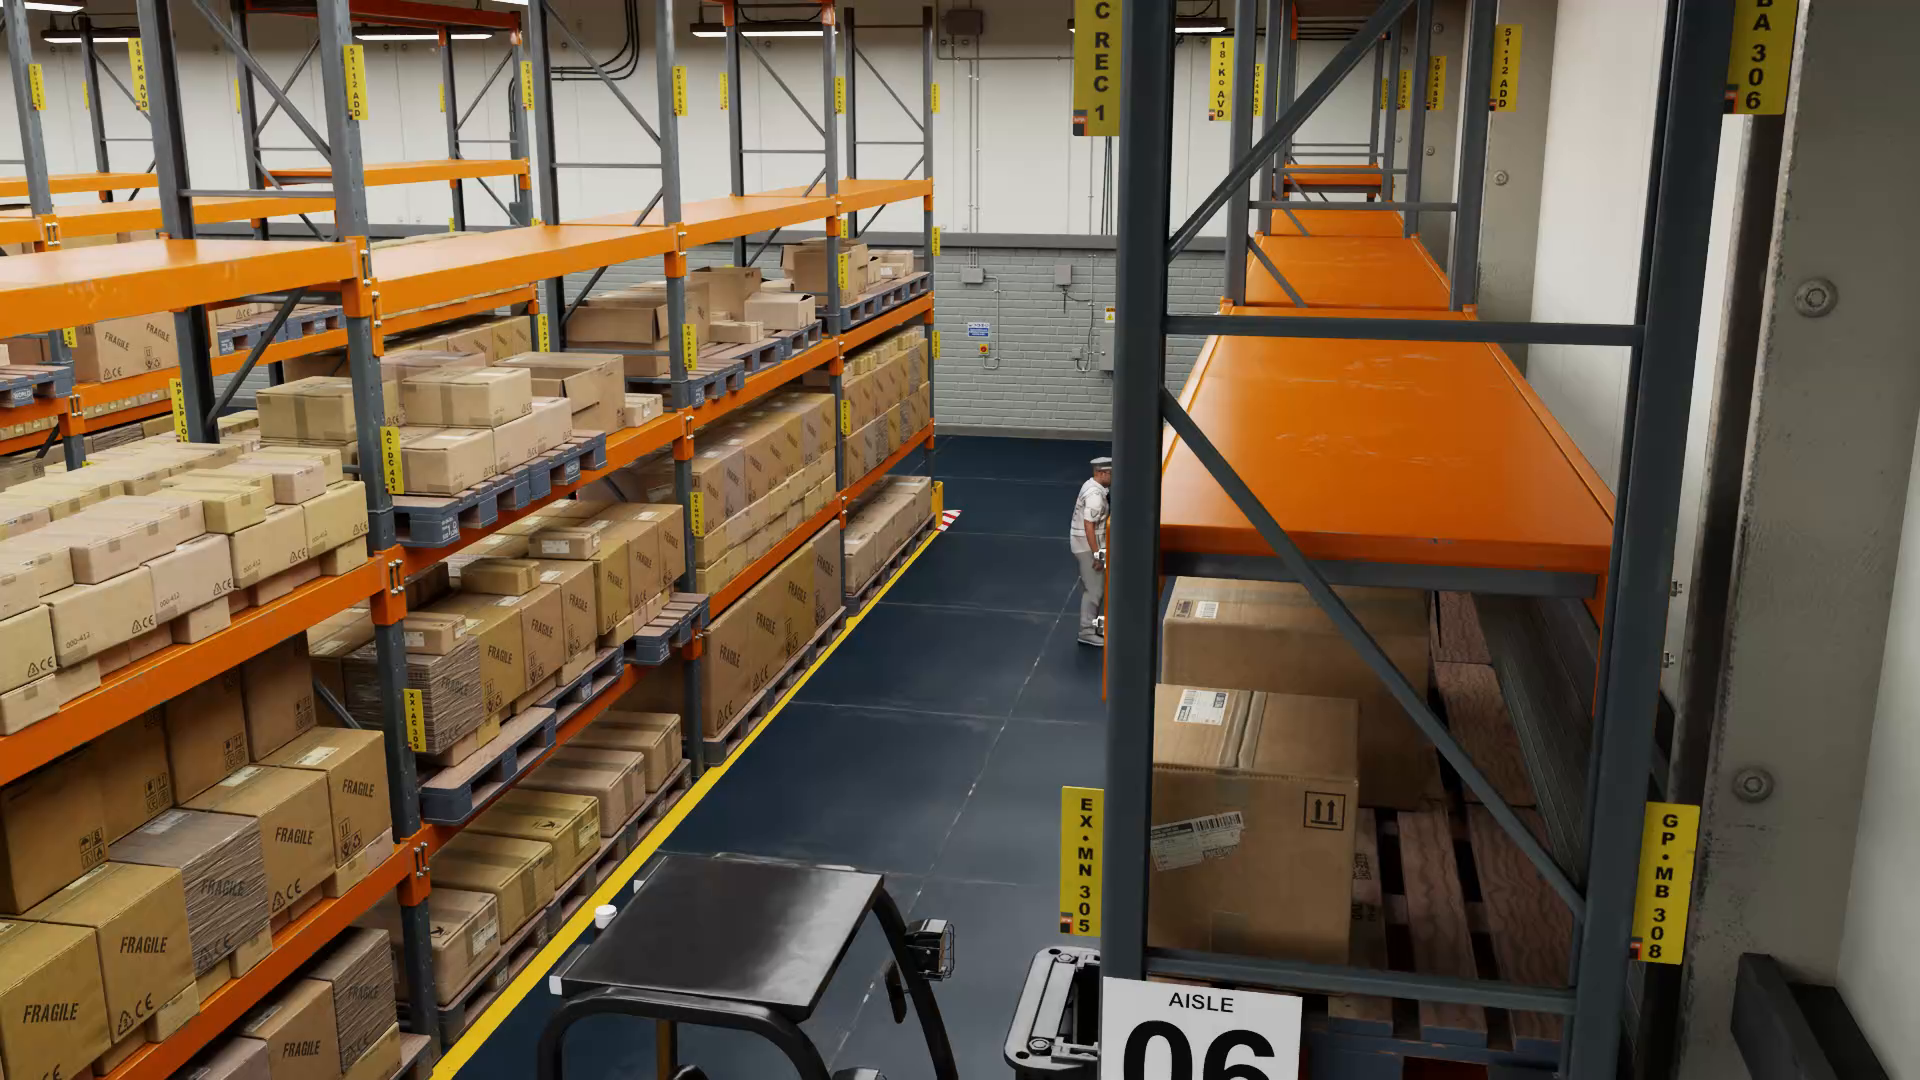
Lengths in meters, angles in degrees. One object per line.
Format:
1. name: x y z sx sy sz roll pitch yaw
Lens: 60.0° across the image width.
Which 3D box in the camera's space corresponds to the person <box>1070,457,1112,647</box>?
1. person: 1.256 0.079 15.683 0.430 1.751 0.604 2 15 9
